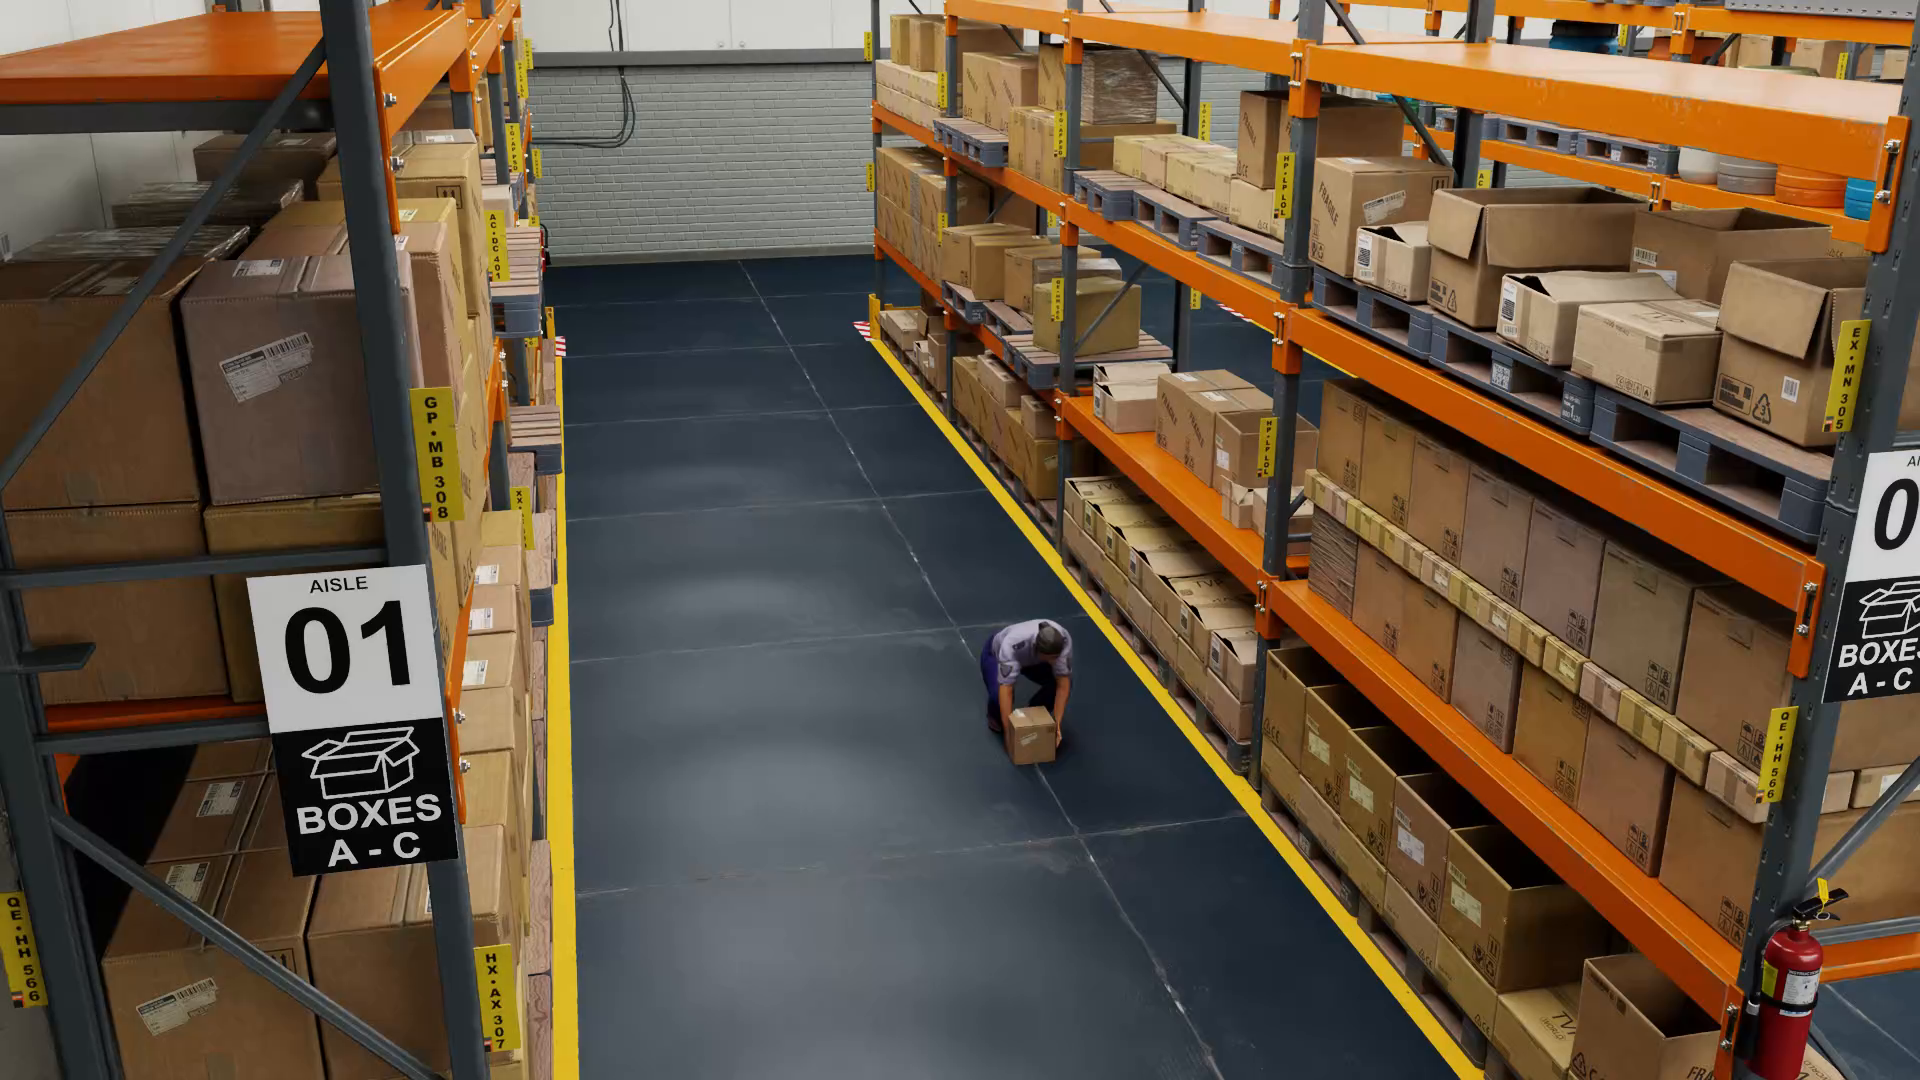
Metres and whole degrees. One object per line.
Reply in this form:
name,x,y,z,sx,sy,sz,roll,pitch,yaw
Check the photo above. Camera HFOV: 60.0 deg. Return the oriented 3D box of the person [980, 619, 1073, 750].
person,0.408,0.801,10.122,0.518,0.808,0.818,-5,20,-12
